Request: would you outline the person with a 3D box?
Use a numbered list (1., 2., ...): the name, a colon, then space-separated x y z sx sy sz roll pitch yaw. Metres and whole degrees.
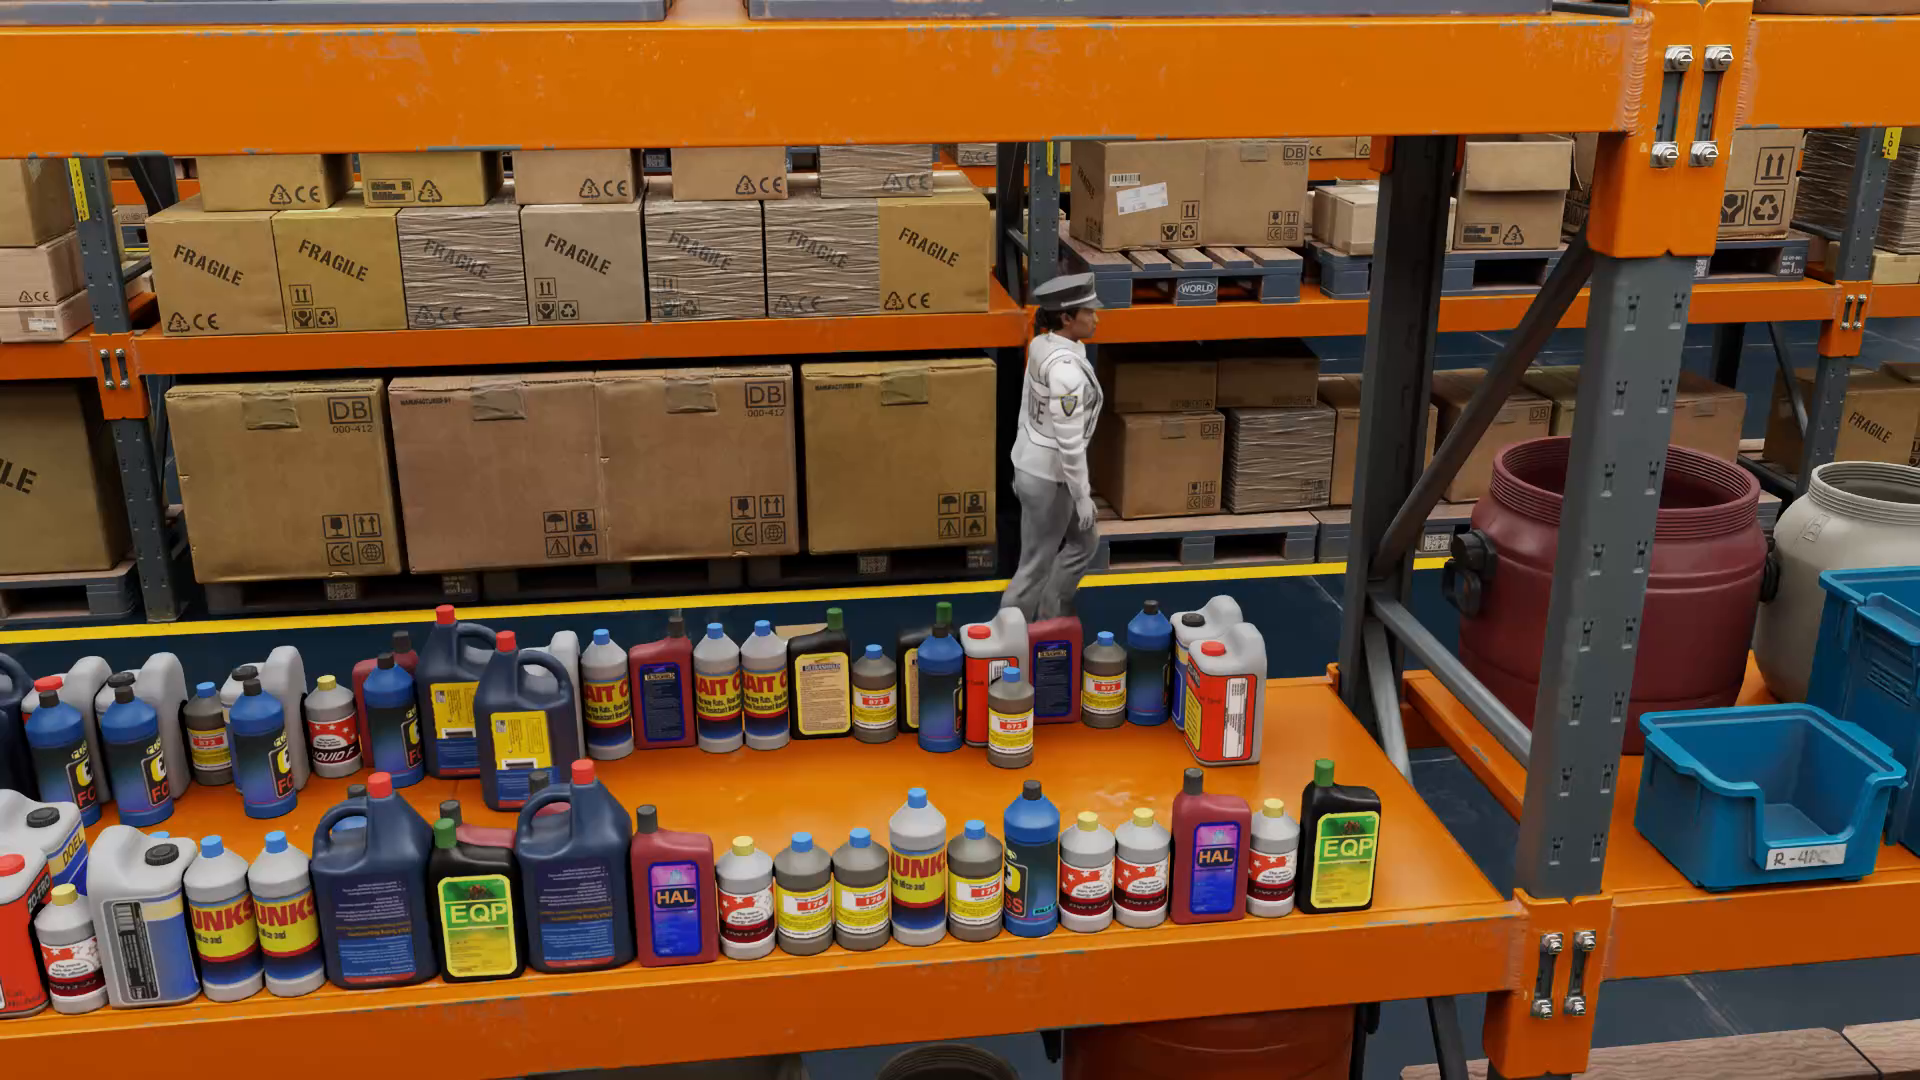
1. person: 0.356 -0.229 6.670 0.475 1.716 0.529 -1 20 -4
